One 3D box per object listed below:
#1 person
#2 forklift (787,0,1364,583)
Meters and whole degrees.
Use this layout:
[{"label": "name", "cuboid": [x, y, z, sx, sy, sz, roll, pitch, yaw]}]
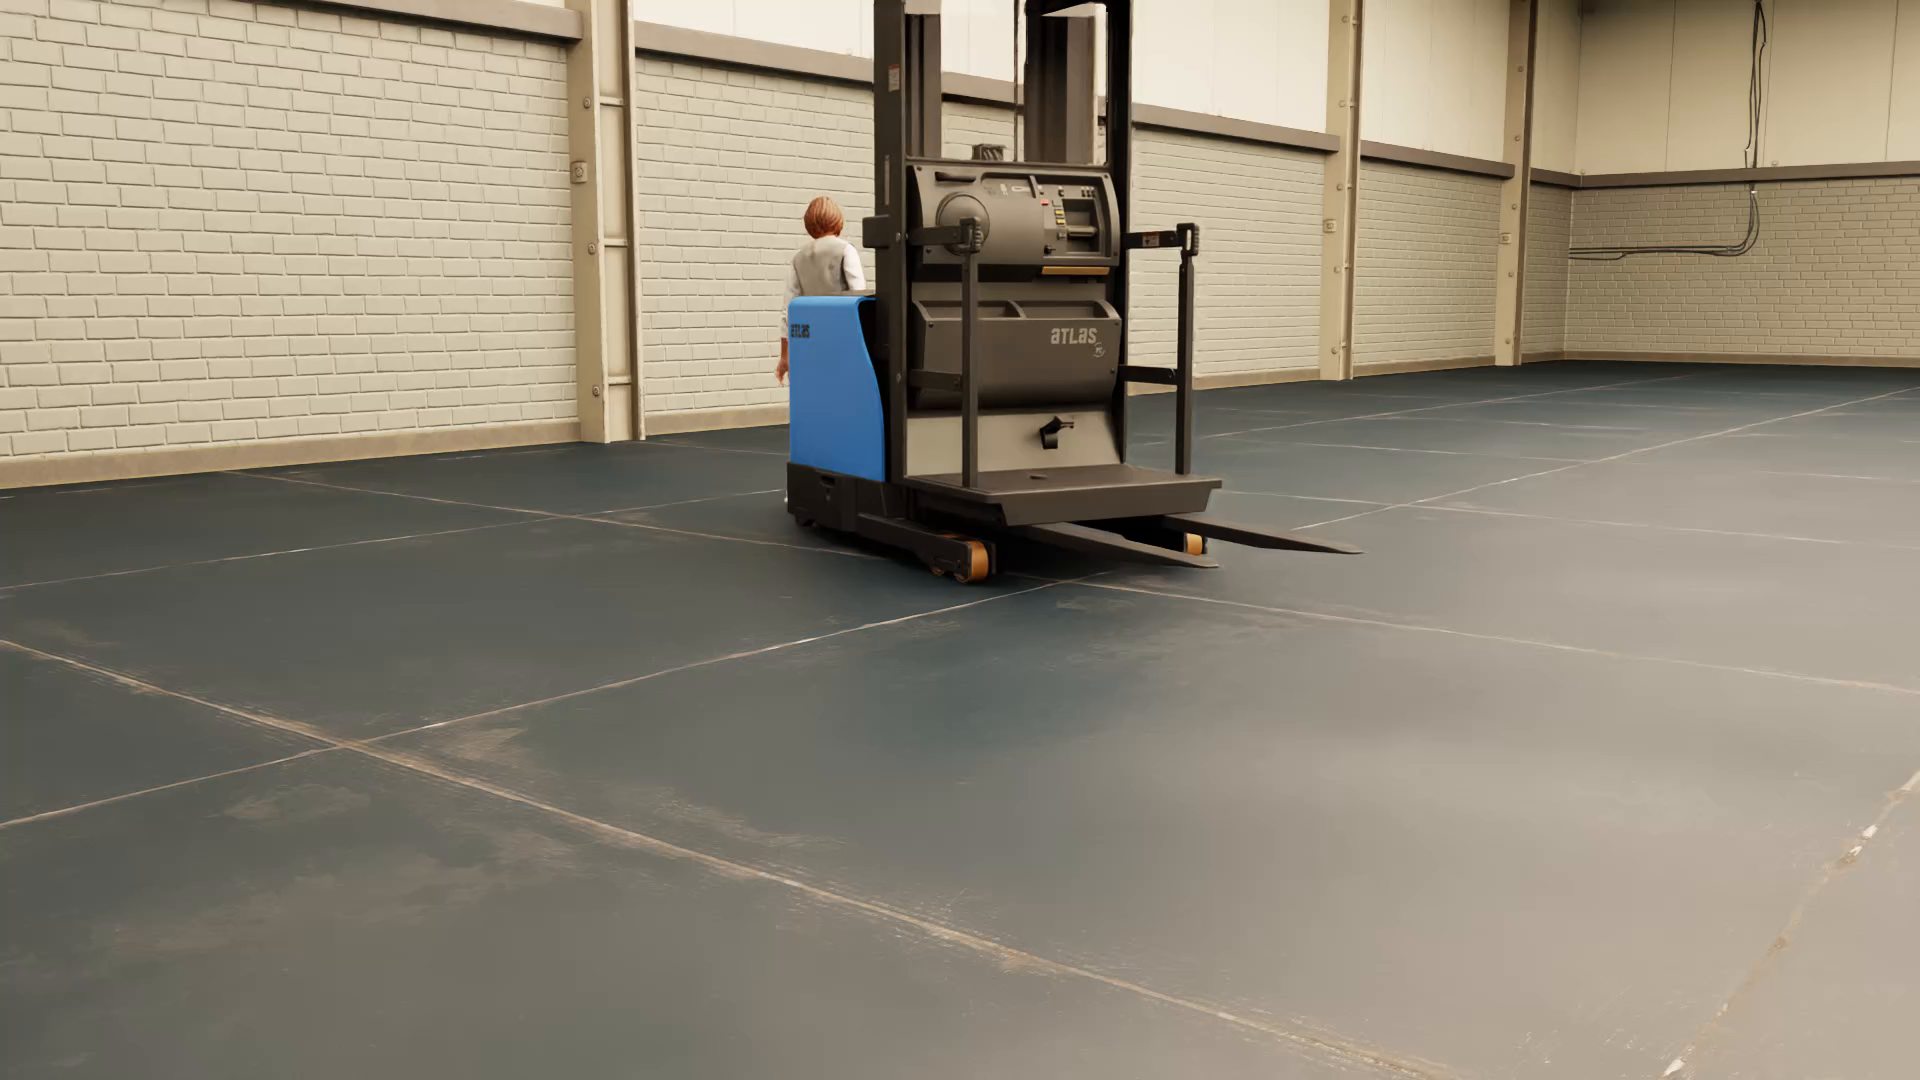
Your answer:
[{"label": "person", "cuboid": [-0.641, -0.886, 8.099, 0.730, 1.558, 0.434, 7, 11, 38]}, {"label": "forklift", "cuboid": [0.342, -1.360, 6.577, 1.130, 2.935, 3.031, -5, 9, -28]}]
